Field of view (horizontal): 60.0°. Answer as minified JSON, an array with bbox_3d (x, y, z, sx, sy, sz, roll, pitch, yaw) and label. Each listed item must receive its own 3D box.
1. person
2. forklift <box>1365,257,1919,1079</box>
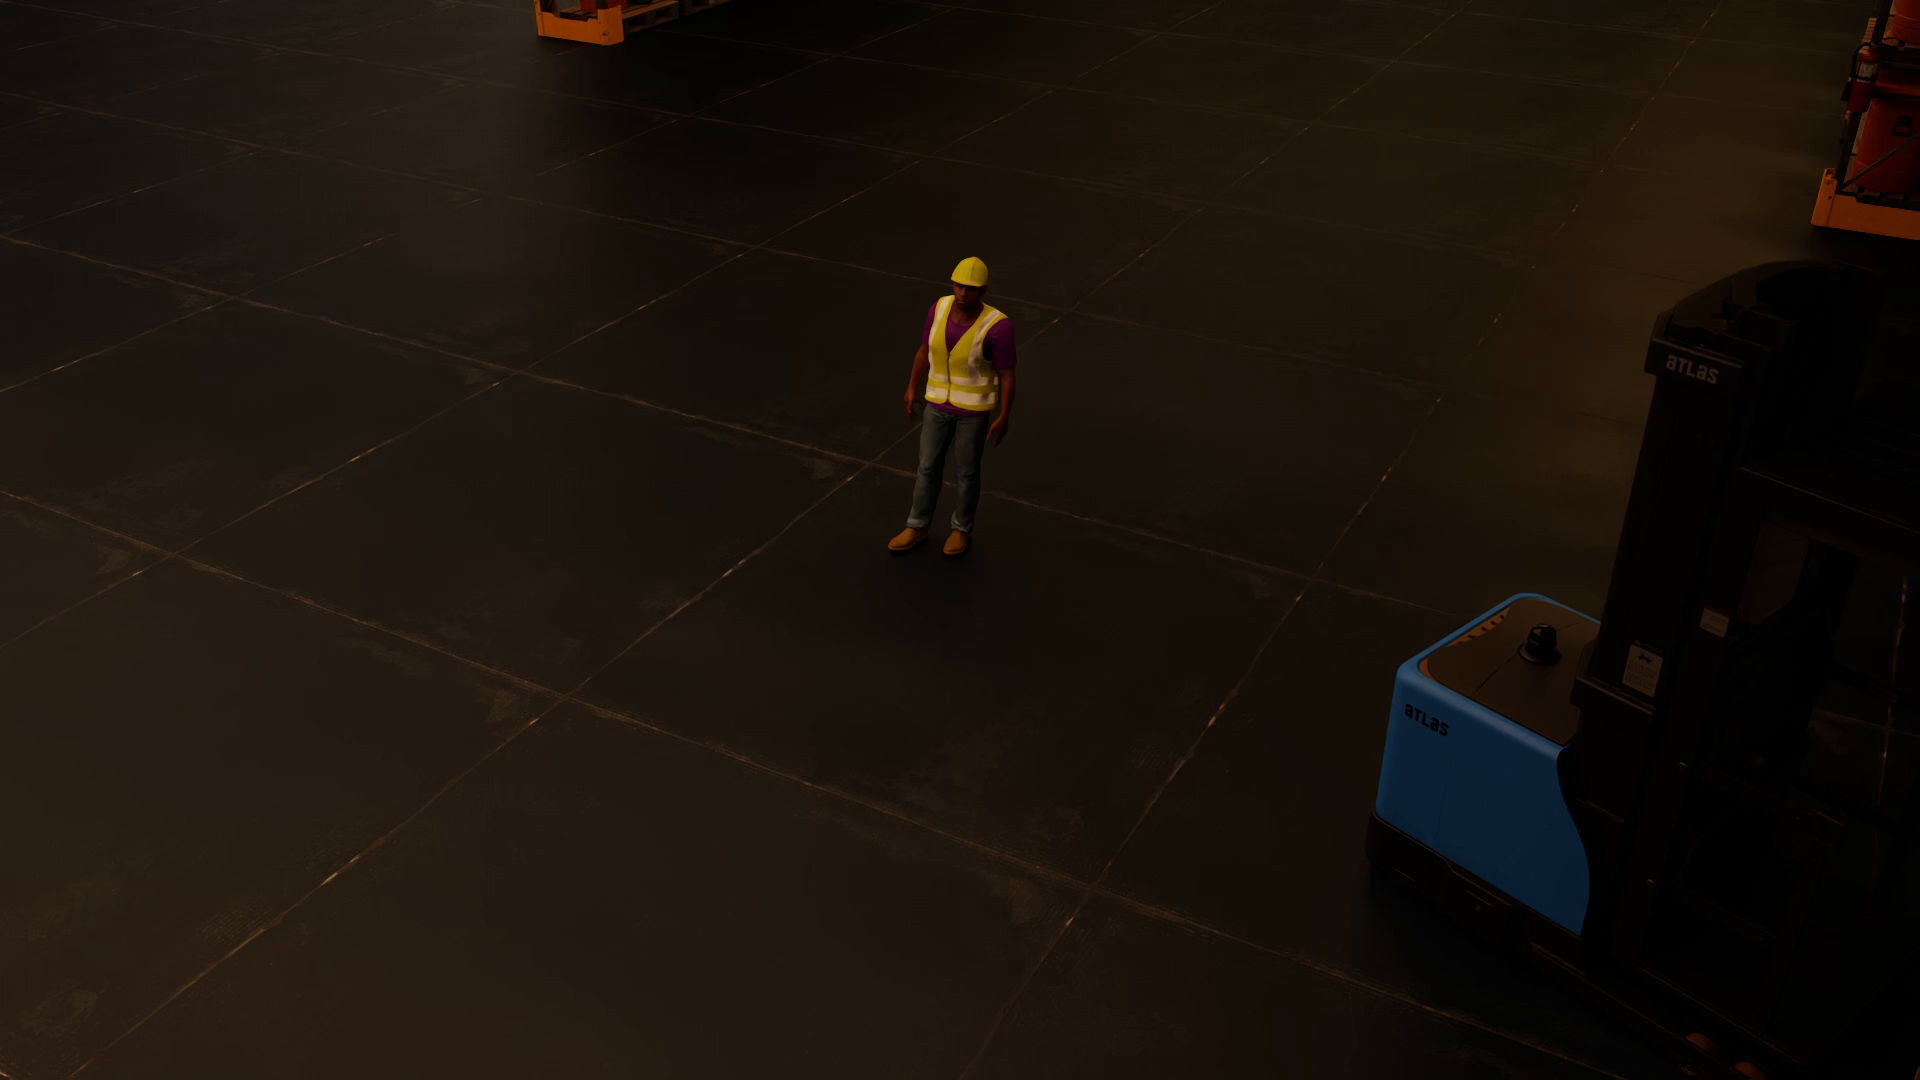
[{"bbox_3d":[-0.039,-0.742,9.507,0.665,1.768,0.575,15,33,25],"label":"person"},{"bbox_3d":[3.158,0.587,6.054,1.130,2.935,3.031,-24,37,-35],"label":"forklift"}]
